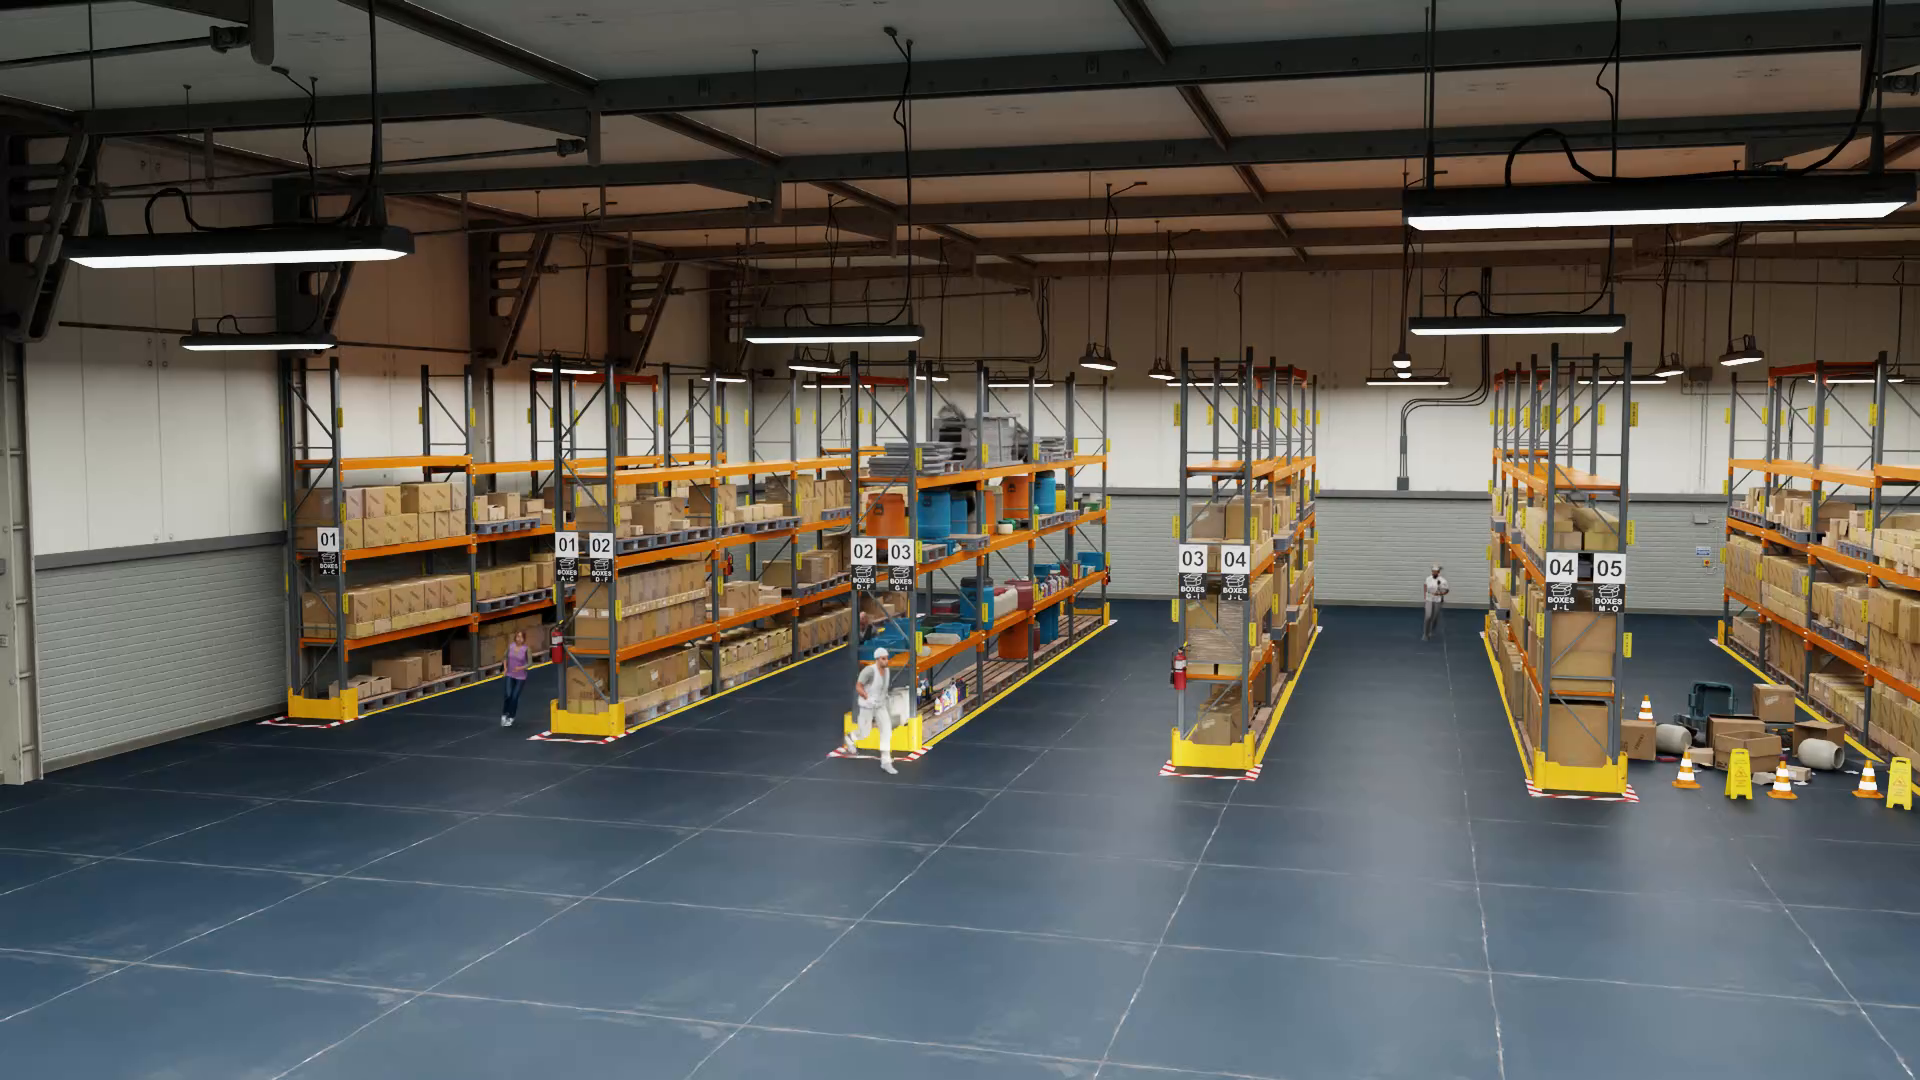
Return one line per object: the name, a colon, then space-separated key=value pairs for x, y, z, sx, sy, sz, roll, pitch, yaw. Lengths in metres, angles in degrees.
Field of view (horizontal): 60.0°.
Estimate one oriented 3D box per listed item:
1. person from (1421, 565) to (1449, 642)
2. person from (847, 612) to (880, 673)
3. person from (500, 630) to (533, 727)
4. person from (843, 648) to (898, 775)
person: x=10.724 y=1.419 z=37.491 sx=0.554 sy=1.761 sz=0.740 roll=2 pitch=5 yaw=23
person: x=-1.638 y=2.073 z=28.695 sx=0.677 sy=1.719 sz=0.912 roll=1 pitch=4 yaw=11
person: x=-7.196 y=2.241 z=26.973 sx=0.531 sy=1.561 sz=0.588 roll=-1 pitch=4 yaw=-8
person: x=-1.271 y=2.394 z=23.688 sx=0.659 sy=1.771 sz=1.107 roll=-4 pitch=6 yaw=-43
